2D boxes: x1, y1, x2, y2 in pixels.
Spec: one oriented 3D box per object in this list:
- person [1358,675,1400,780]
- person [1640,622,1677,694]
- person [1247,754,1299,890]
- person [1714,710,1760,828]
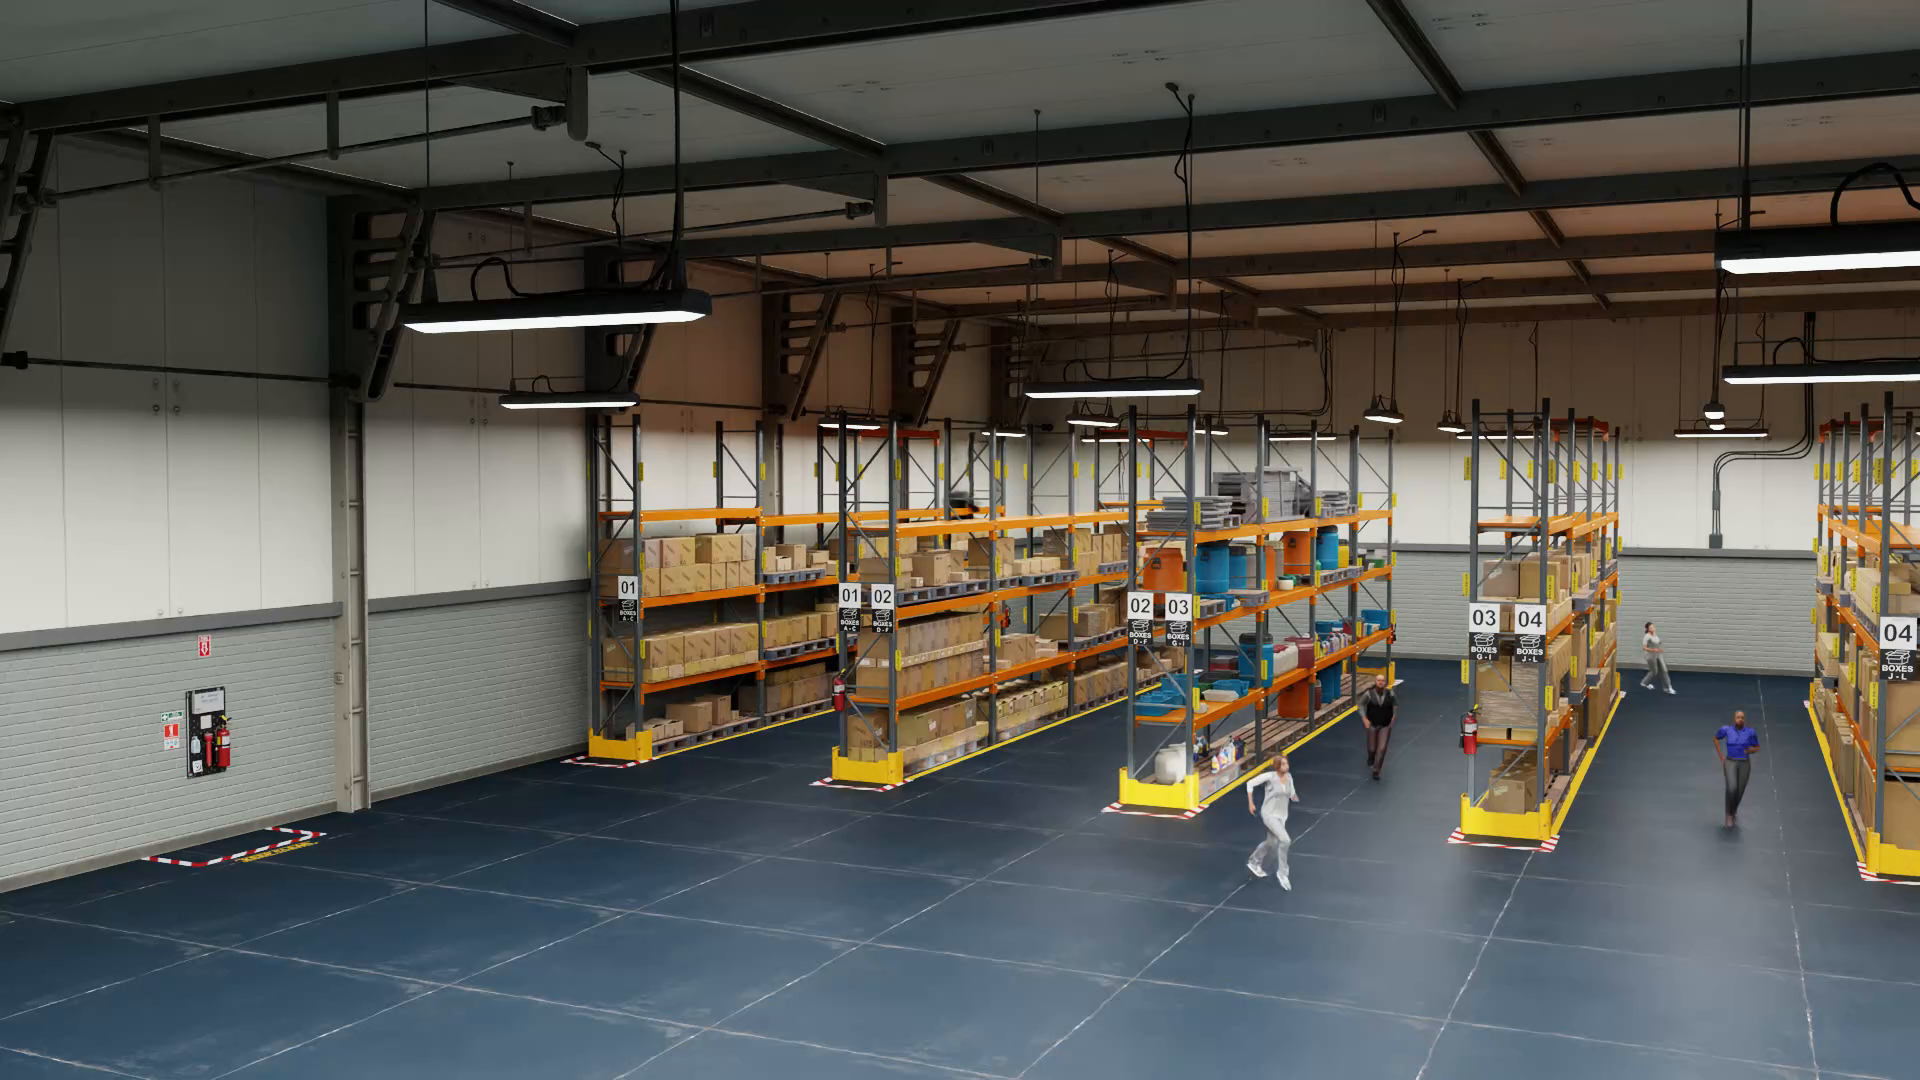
[{"bbox_3d":[6.872,3.048,27.282,0.681,1.694,0.678,0,2,7],"label":"person"},{"bbox_3d":[15.680,2.663,37.629,0.699,1.628,0.812,-2,3,-34],"label":"person"},{"bbox_3d":[3.778,3.392,20.099,0.555,1.589,0.789,-2,3,-33],"label":"person"},{"bbox_3d":[10.977,3.224,23.486,0.559,1.671,0.743,1,2,13],"label":"person"}]
